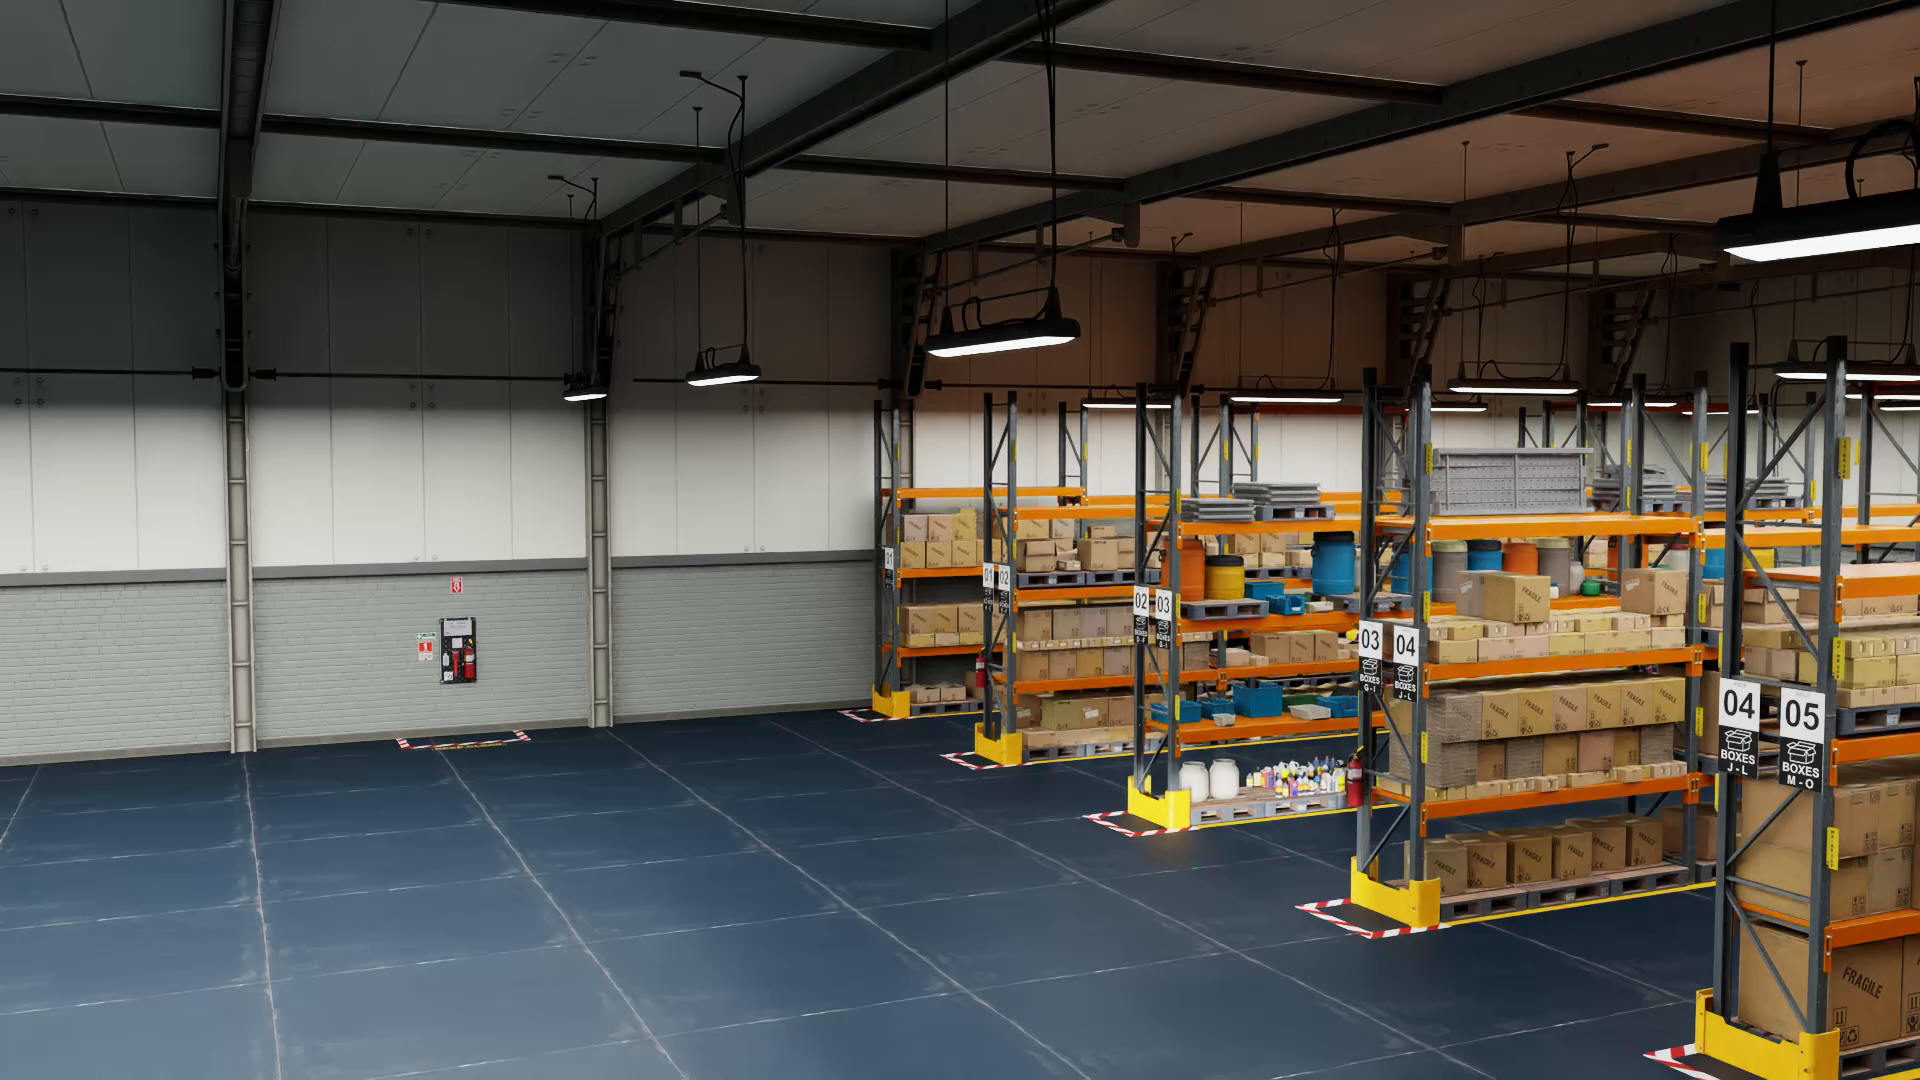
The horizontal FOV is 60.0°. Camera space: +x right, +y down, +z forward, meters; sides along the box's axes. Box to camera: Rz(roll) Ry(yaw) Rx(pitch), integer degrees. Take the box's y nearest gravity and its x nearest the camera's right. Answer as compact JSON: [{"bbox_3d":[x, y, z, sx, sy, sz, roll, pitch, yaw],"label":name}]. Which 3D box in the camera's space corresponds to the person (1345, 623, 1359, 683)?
[{"bbox_3d":[7.746,2.382,32.675,0.565,1.767,0.603,-1,4,-19],"label":"person"}]
